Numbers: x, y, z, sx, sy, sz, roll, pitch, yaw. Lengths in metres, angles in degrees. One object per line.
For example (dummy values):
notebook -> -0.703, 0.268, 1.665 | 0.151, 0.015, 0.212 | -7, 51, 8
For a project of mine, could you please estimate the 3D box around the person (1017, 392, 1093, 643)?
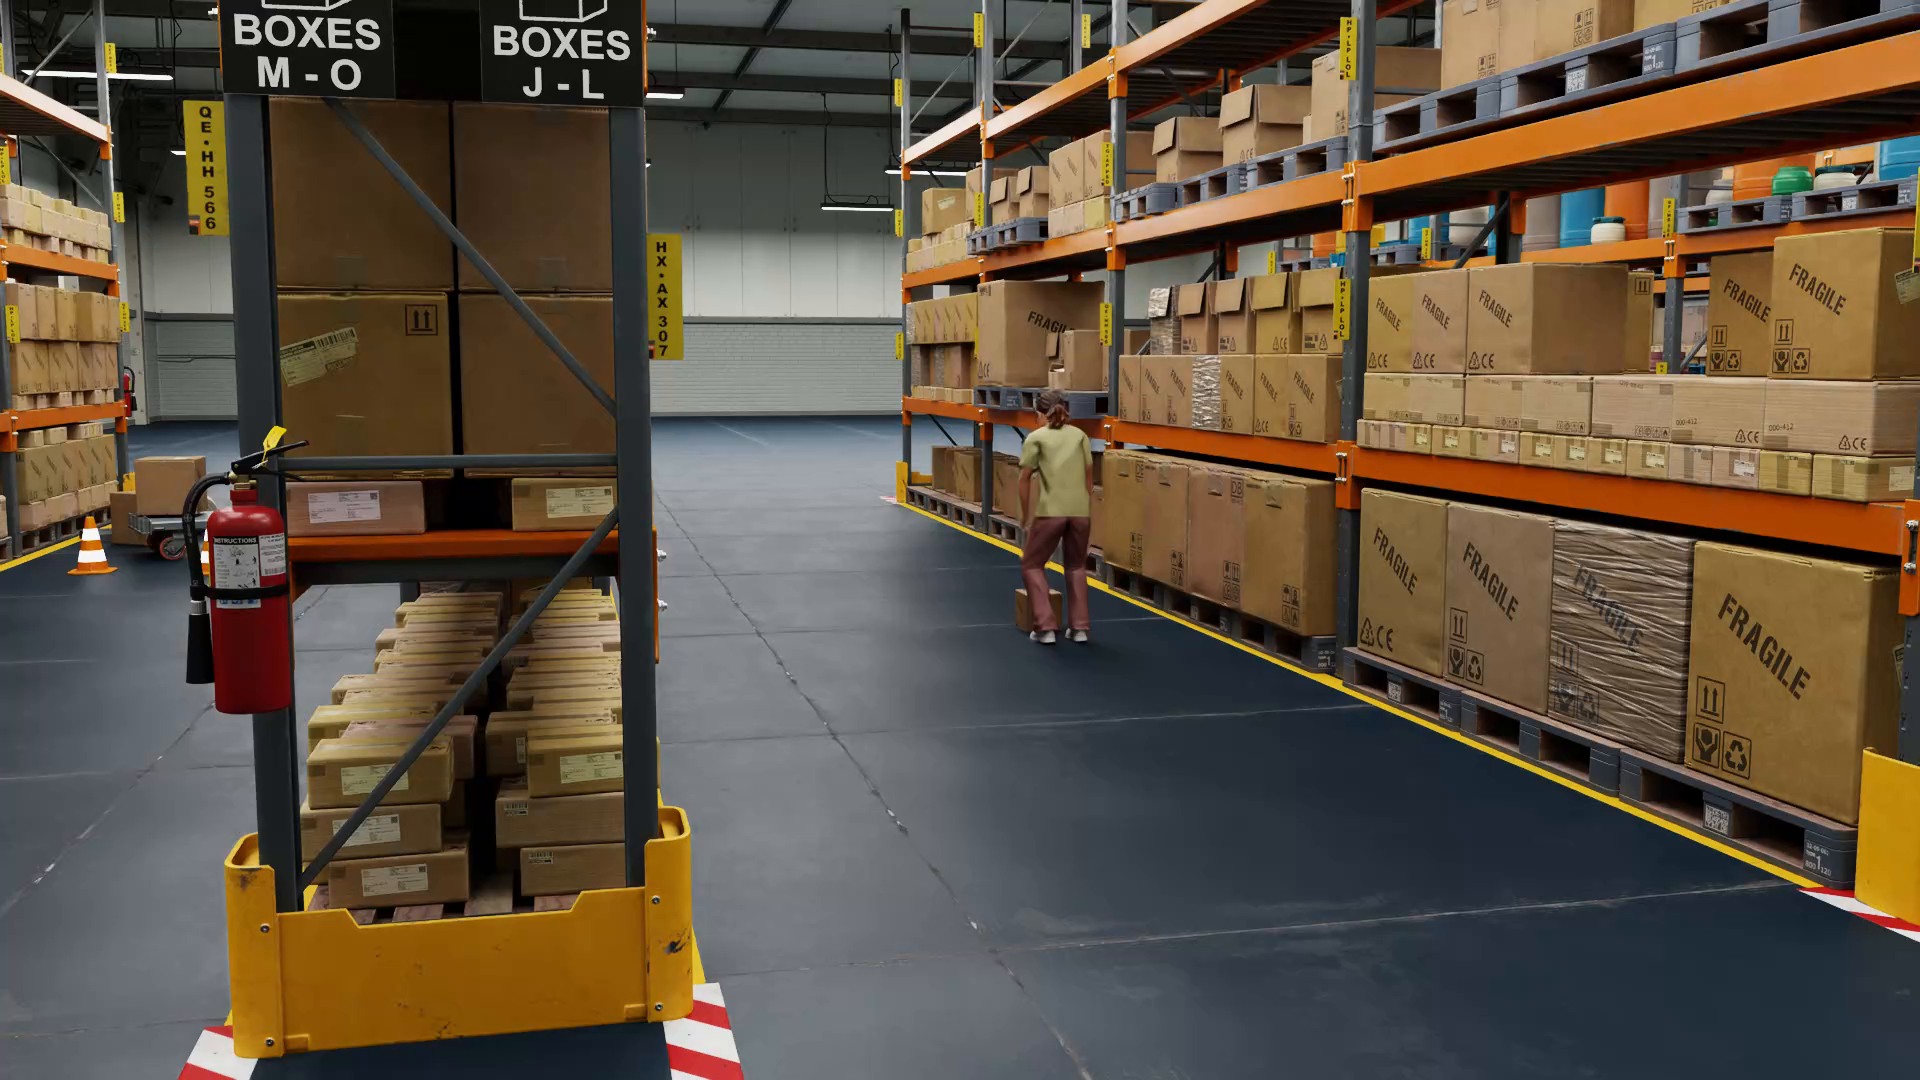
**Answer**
person -> 0.597, -0.142, 10.464 | 0.486, 1.573, 0.467 | -1, 6, -12
